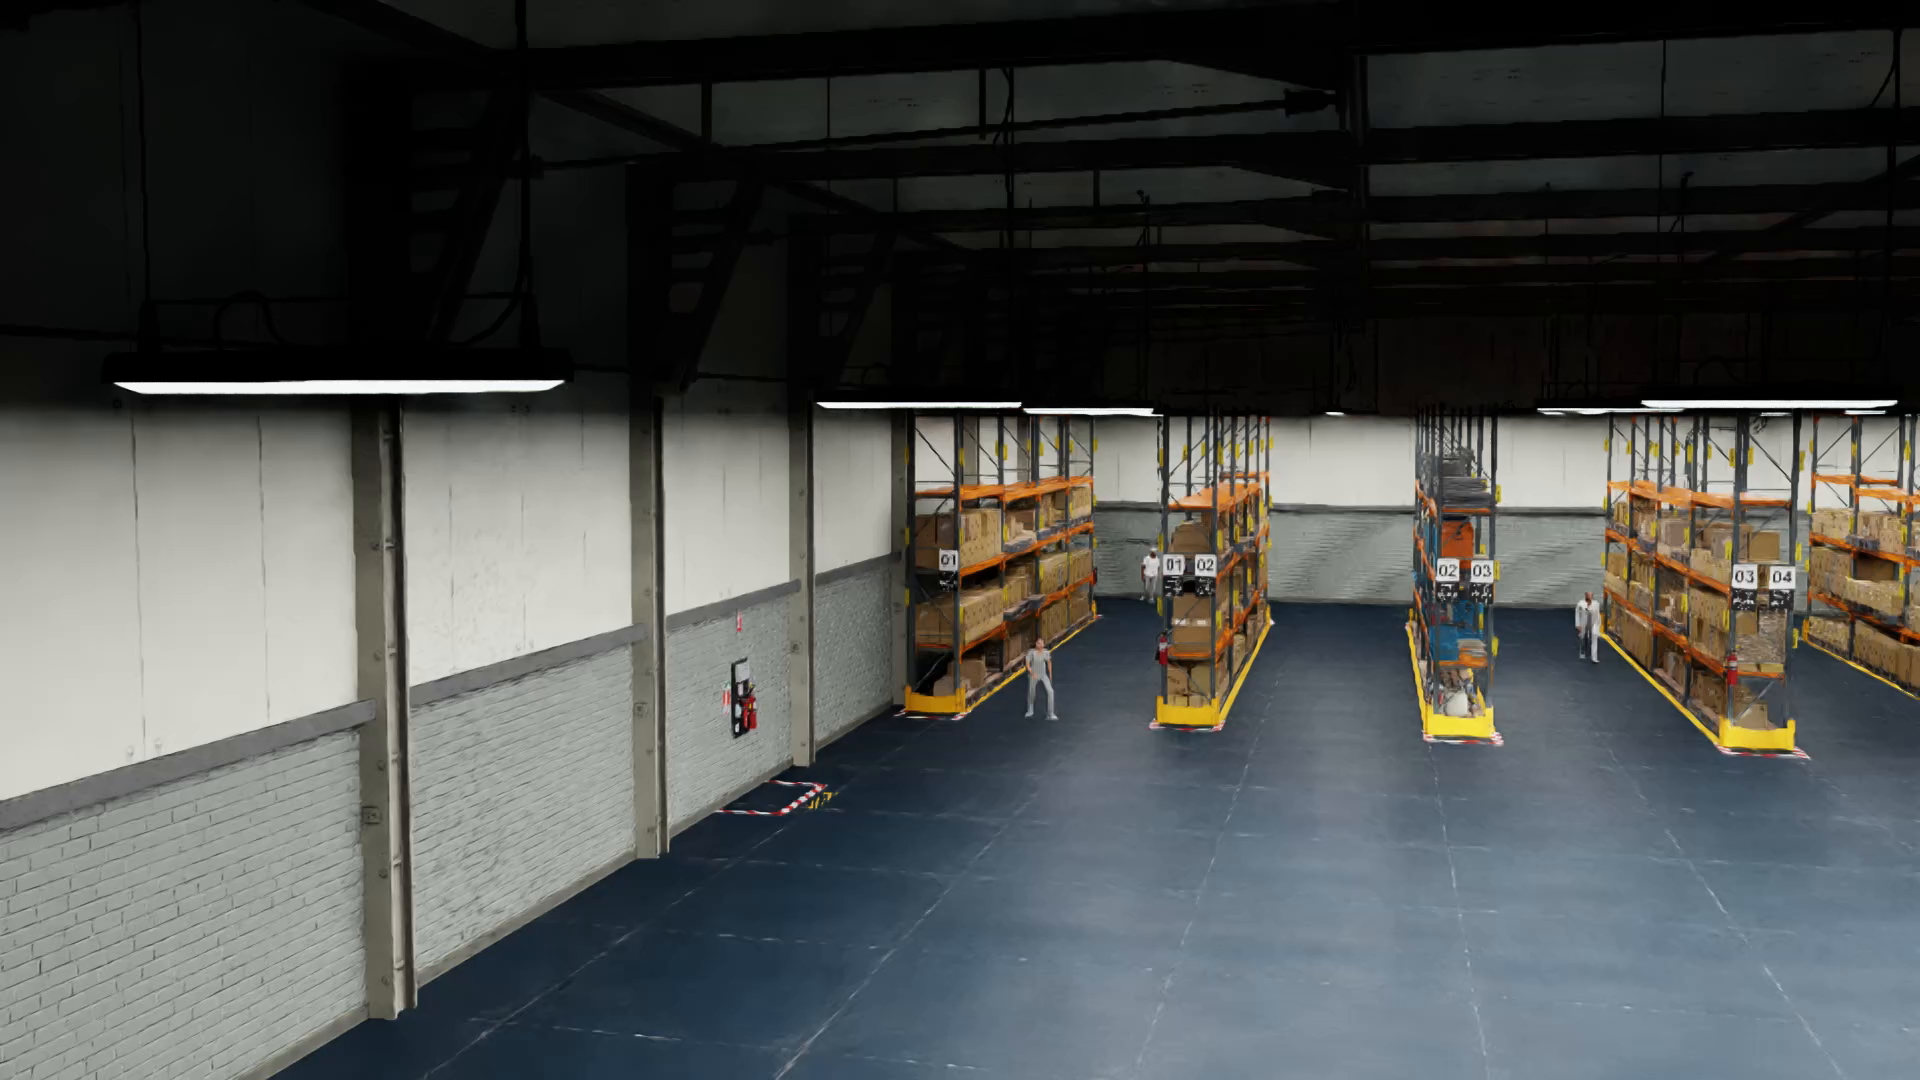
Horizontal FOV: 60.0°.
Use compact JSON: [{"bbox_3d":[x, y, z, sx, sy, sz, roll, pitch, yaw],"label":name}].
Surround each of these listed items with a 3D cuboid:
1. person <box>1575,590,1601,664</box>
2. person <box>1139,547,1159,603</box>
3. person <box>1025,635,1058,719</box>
[{"bbox_3d":[14.735,2.016,39.013,0.598,1.698,1.194,1,4,16],"label":"person"},{"bbox_3d":[5.914,1.077,51.867,0.612,1.754,0.579,-2,4,-21],"label":"person"},{"bbox_3d":[1.511,2.605,31.671,0.592,1.613,0.774,-1,4,-7],"label":"person"}]
